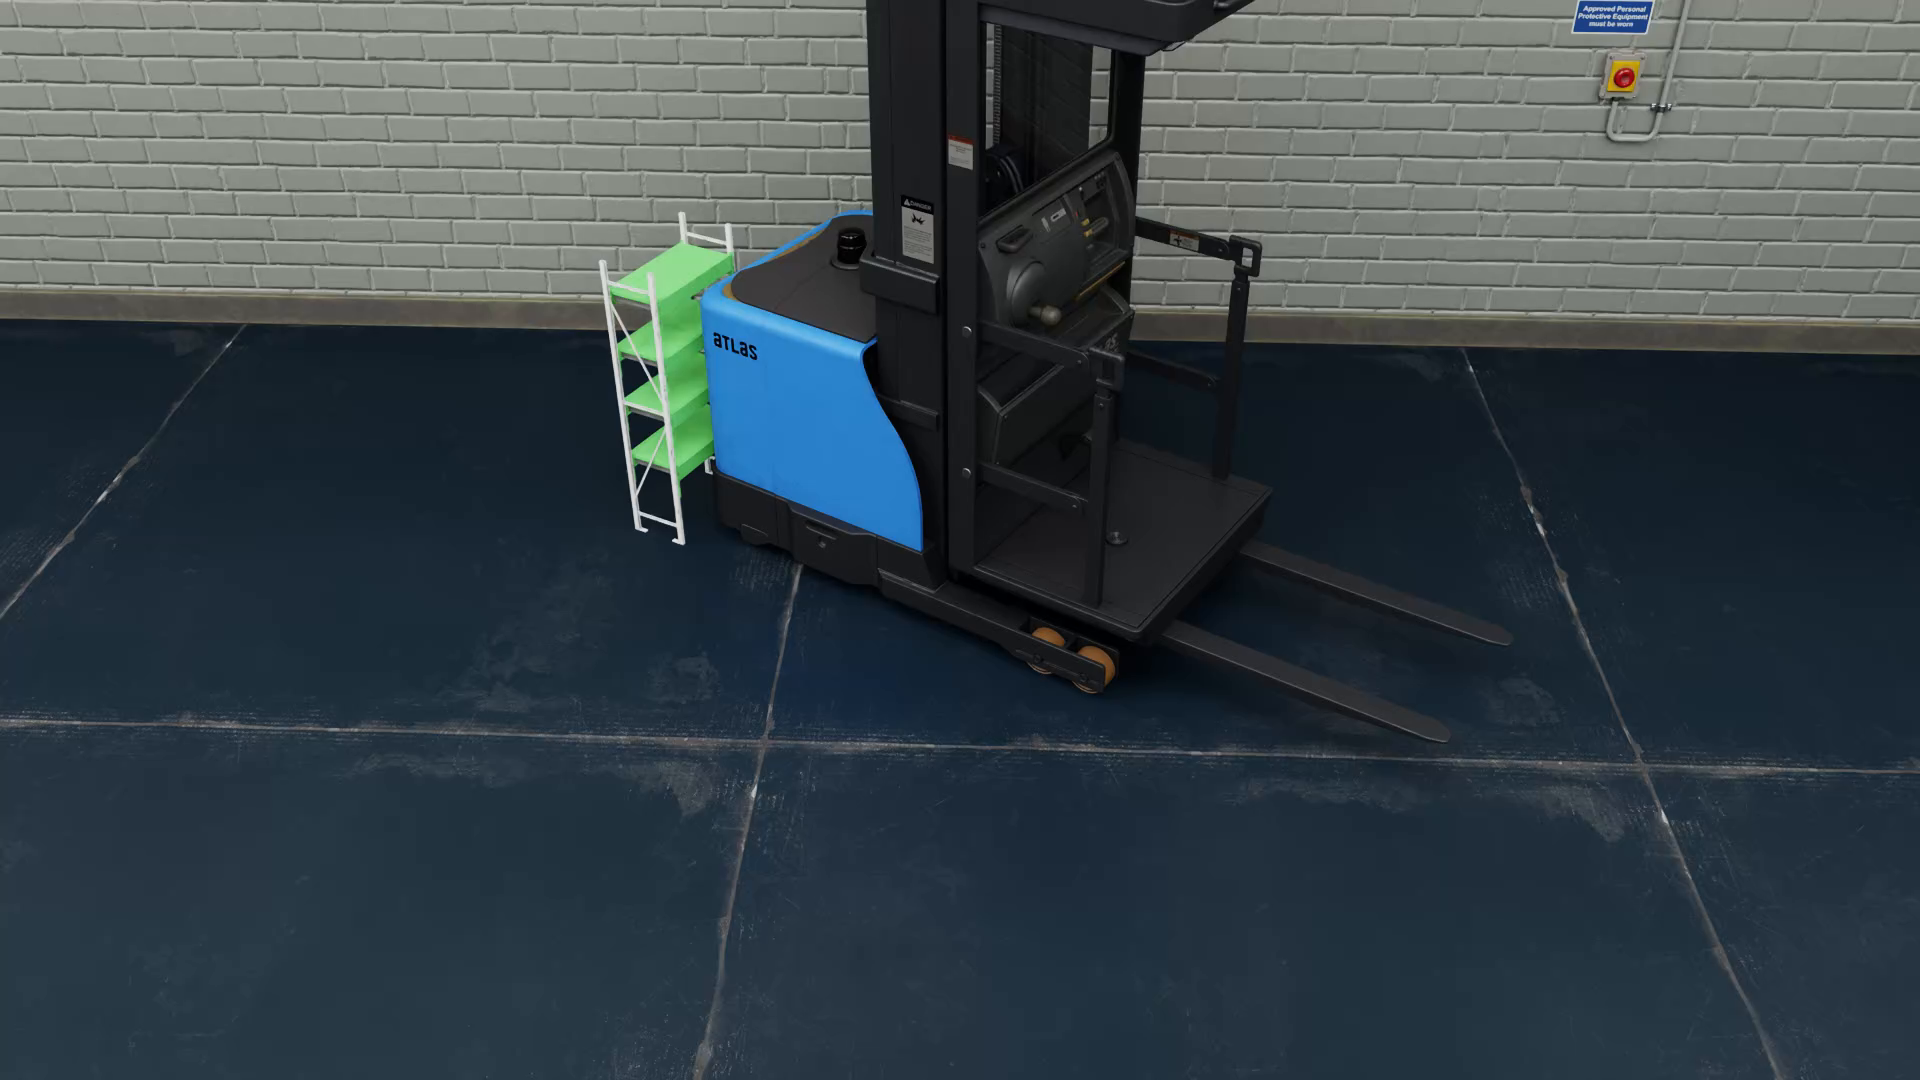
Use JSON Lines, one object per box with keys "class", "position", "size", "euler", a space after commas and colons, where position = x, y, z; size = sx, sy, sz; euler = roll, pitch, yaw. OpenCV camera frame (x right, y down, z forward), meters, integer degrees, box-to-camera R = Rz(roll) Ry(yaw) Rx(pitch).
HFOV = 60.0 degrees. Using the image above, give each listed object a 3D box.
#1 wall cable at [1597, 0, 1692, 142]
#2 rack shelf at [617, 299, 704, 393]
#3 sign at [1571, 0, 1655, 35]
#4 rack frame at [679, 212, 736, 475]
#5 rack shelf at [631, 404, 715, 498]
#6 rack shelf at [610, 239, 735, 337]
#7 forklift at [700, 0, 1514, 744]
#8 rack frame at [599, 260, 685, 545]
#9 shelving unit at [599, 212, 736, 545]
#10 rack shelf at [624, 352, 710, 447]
{"class": "wall cable", "position": [2.864, -2.568, 6.884], "size": [0.585, 1.953, 0.123], "euler": [1, 35, 2]}
{"class": "rack shelf", "position": [-1.104, -0.773, 6.501], "size": [0.258, 0.148, 0.480], "euler": [17, 39, 23]}
{"class": "sign", "position": [2.818, -2.286, 7.159], "size": [0.327, 0.218, 0.001], "euler": [1, 35, 2]}
{"class": "rack frame", "position": [-0.987, -0.752, 6.777], "size": [0.240, 1.200, 0.015], "euler": [17, 39, 23]}
{"class": "rack shelf", "position": [-1.104, -0.381, 6.777], "size": [0.258, 0.148, 0.480], "euler": [17, 39, 23]}
{"class": "rack shelf", "position": [-1.104, -0.970, 6.363], "size": [0.258, 0.148, 0.480], "euler": [17, 39, 23]}
{"class": "forklift", "position": [0.517, -0.999, 5.623], "size": [3.031, 2.935, 1.130], "euler": [21, 40, 27]}
{"class": "rack frame", "position": [-1.221, -0.506, 6.426], "size": [0.240, 1.200, 0.015], "euler": [17, 39, 23]}
{"class": "shelving unit", "position": [-1.104, -0.629, 6.602], "size": [0.258, 1.200, 0.503], "euler": [17, 39, 23]}
{"class": "rack shelf", "position": [-1.104, -0.577, 6.639], "size": [0.258, 0.148, 0.480], "euler": [17, 39, 23]}
